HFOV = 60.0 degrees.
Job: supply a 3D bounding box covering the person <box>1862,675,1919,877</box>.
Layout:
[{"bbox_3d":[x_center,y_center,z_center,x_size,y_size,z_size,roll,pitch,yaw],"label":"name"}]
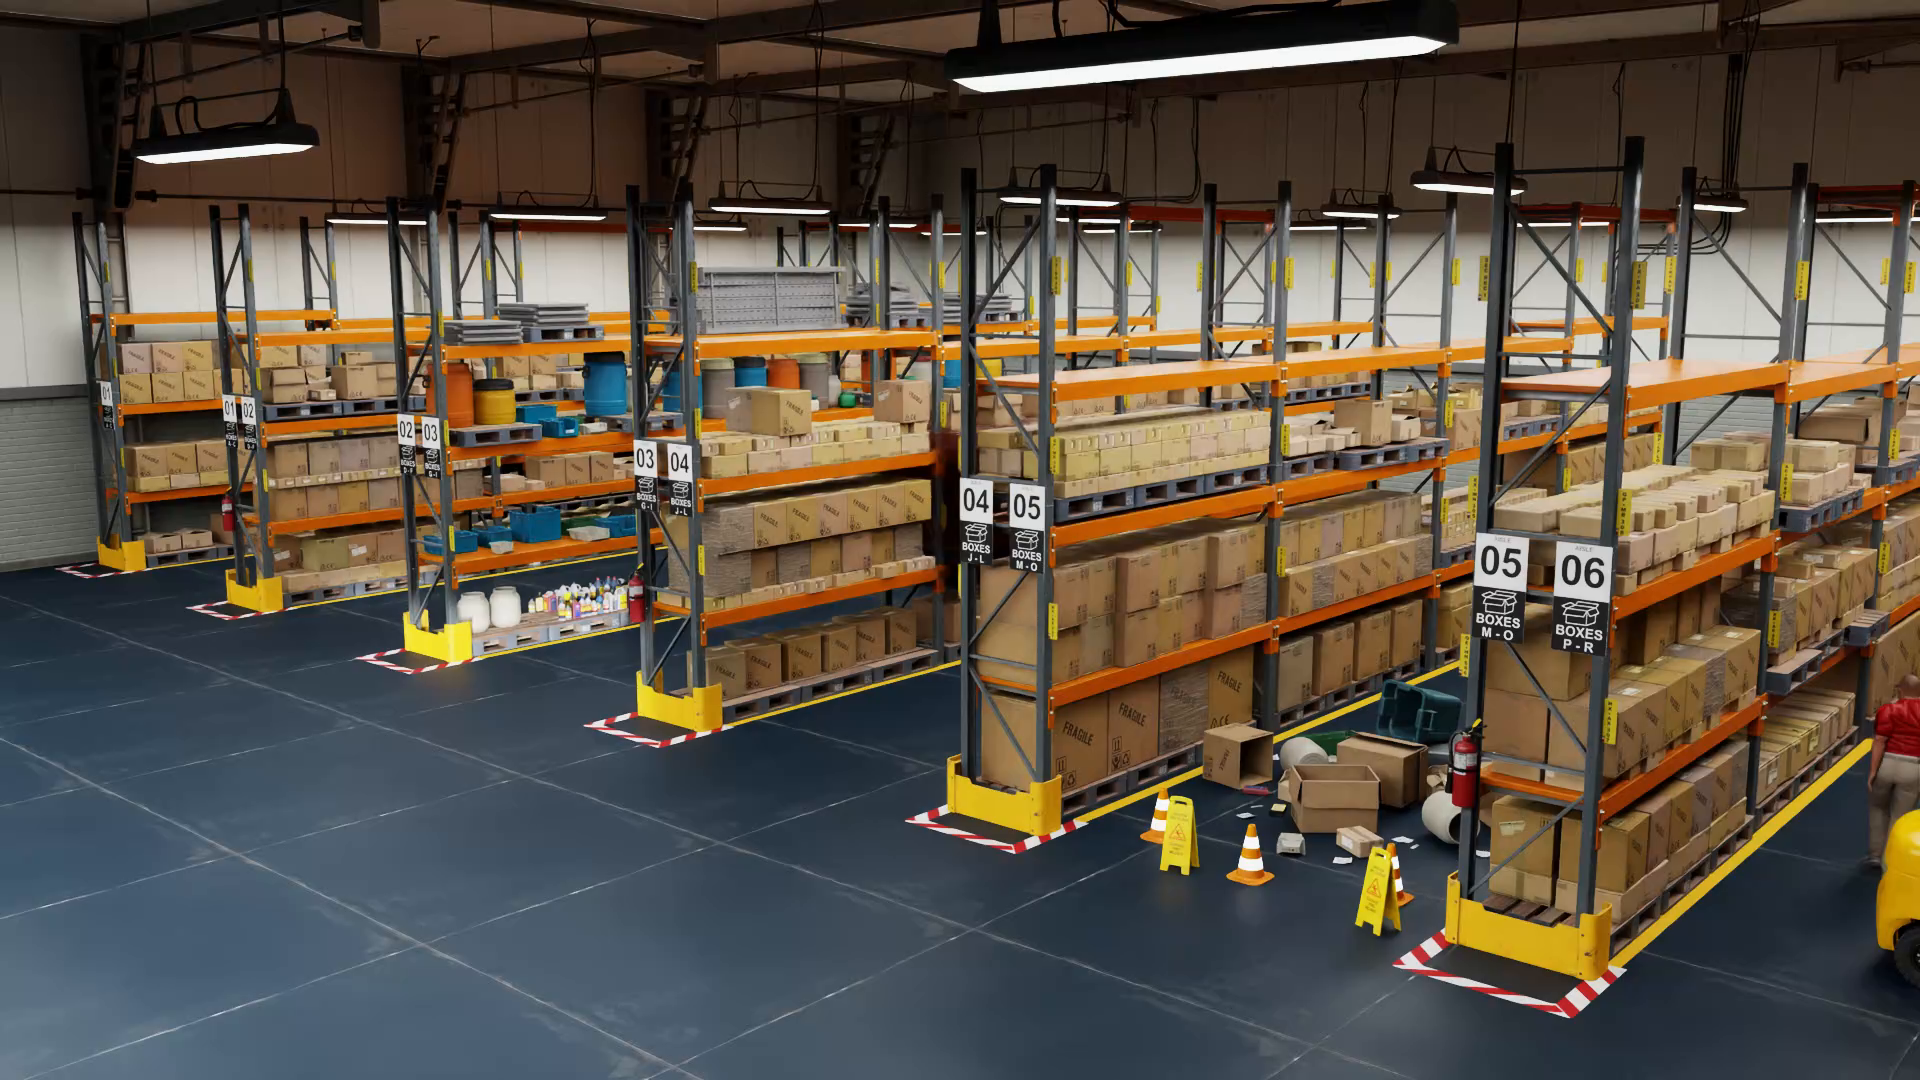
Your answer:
[{"bbox_3d":[7.969,2.030,14.093,0.538,1.778,0.604,7,12,37],"label":"person"}]
